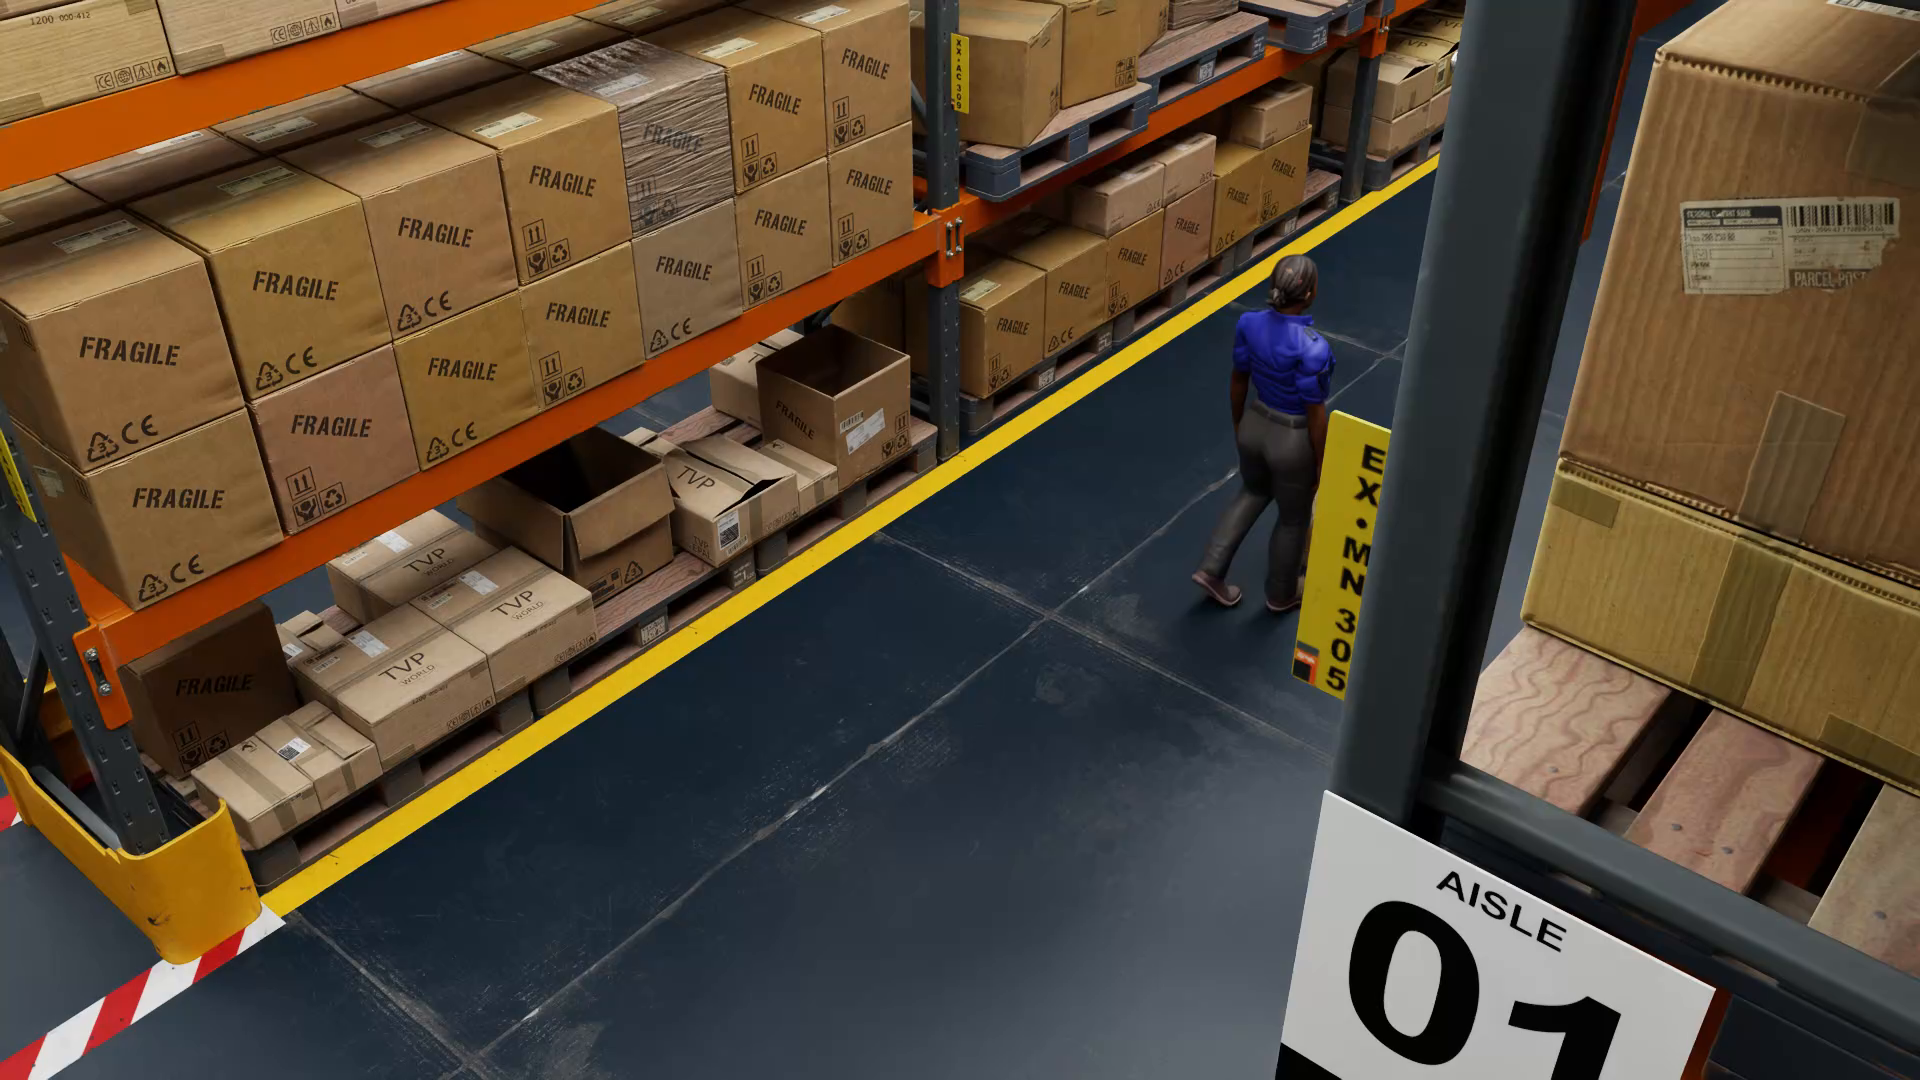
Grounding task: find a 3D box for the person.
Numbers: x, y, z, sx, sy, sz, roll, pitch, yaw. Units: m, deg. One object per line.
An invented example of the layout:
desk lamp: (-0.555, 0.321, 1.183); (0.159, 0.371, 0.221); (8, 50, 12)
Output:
person: (1.283, -0.387, 6.725); (0.487, 1.696, 0.483); (26, 43, 32)
